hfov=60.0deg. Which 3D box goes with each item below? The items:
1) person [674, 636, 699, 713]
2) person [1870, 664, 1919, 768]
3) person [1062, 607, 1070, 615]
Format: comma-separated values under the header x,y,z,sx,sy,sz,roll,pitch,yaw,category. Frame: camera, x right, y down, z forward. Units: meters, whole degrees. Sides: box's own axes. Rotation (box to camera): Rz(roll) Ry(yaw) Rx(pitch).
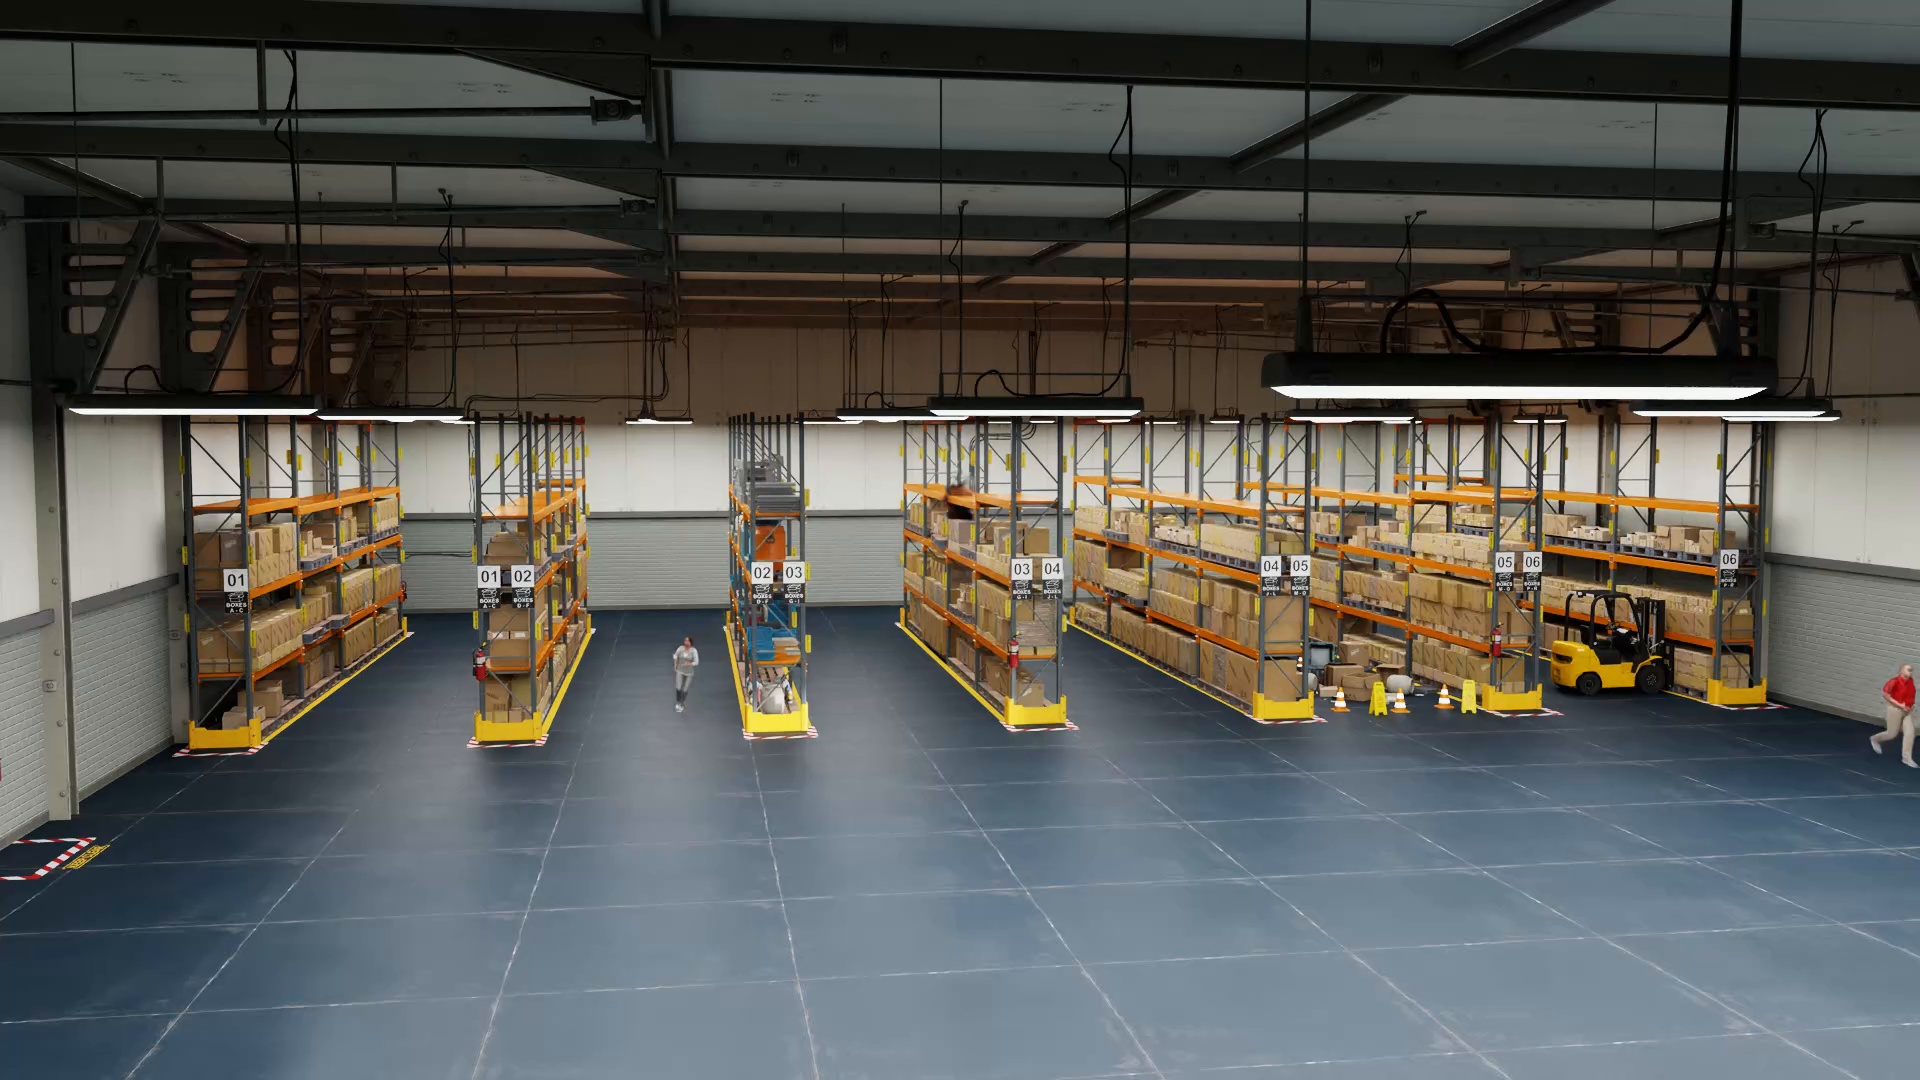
x,y,z,sx,sy,sz,roll,pitch,yaw,category
-5.464,2.674,33.186,0.508,1.555,0.624,0,4,-7,person
15.985,2.952,28.331,0.686,1.725,0.964,-1,4,-18,person
2.779,1.521,49.685,1.051,1.631,0.731,0,4,-7,person
